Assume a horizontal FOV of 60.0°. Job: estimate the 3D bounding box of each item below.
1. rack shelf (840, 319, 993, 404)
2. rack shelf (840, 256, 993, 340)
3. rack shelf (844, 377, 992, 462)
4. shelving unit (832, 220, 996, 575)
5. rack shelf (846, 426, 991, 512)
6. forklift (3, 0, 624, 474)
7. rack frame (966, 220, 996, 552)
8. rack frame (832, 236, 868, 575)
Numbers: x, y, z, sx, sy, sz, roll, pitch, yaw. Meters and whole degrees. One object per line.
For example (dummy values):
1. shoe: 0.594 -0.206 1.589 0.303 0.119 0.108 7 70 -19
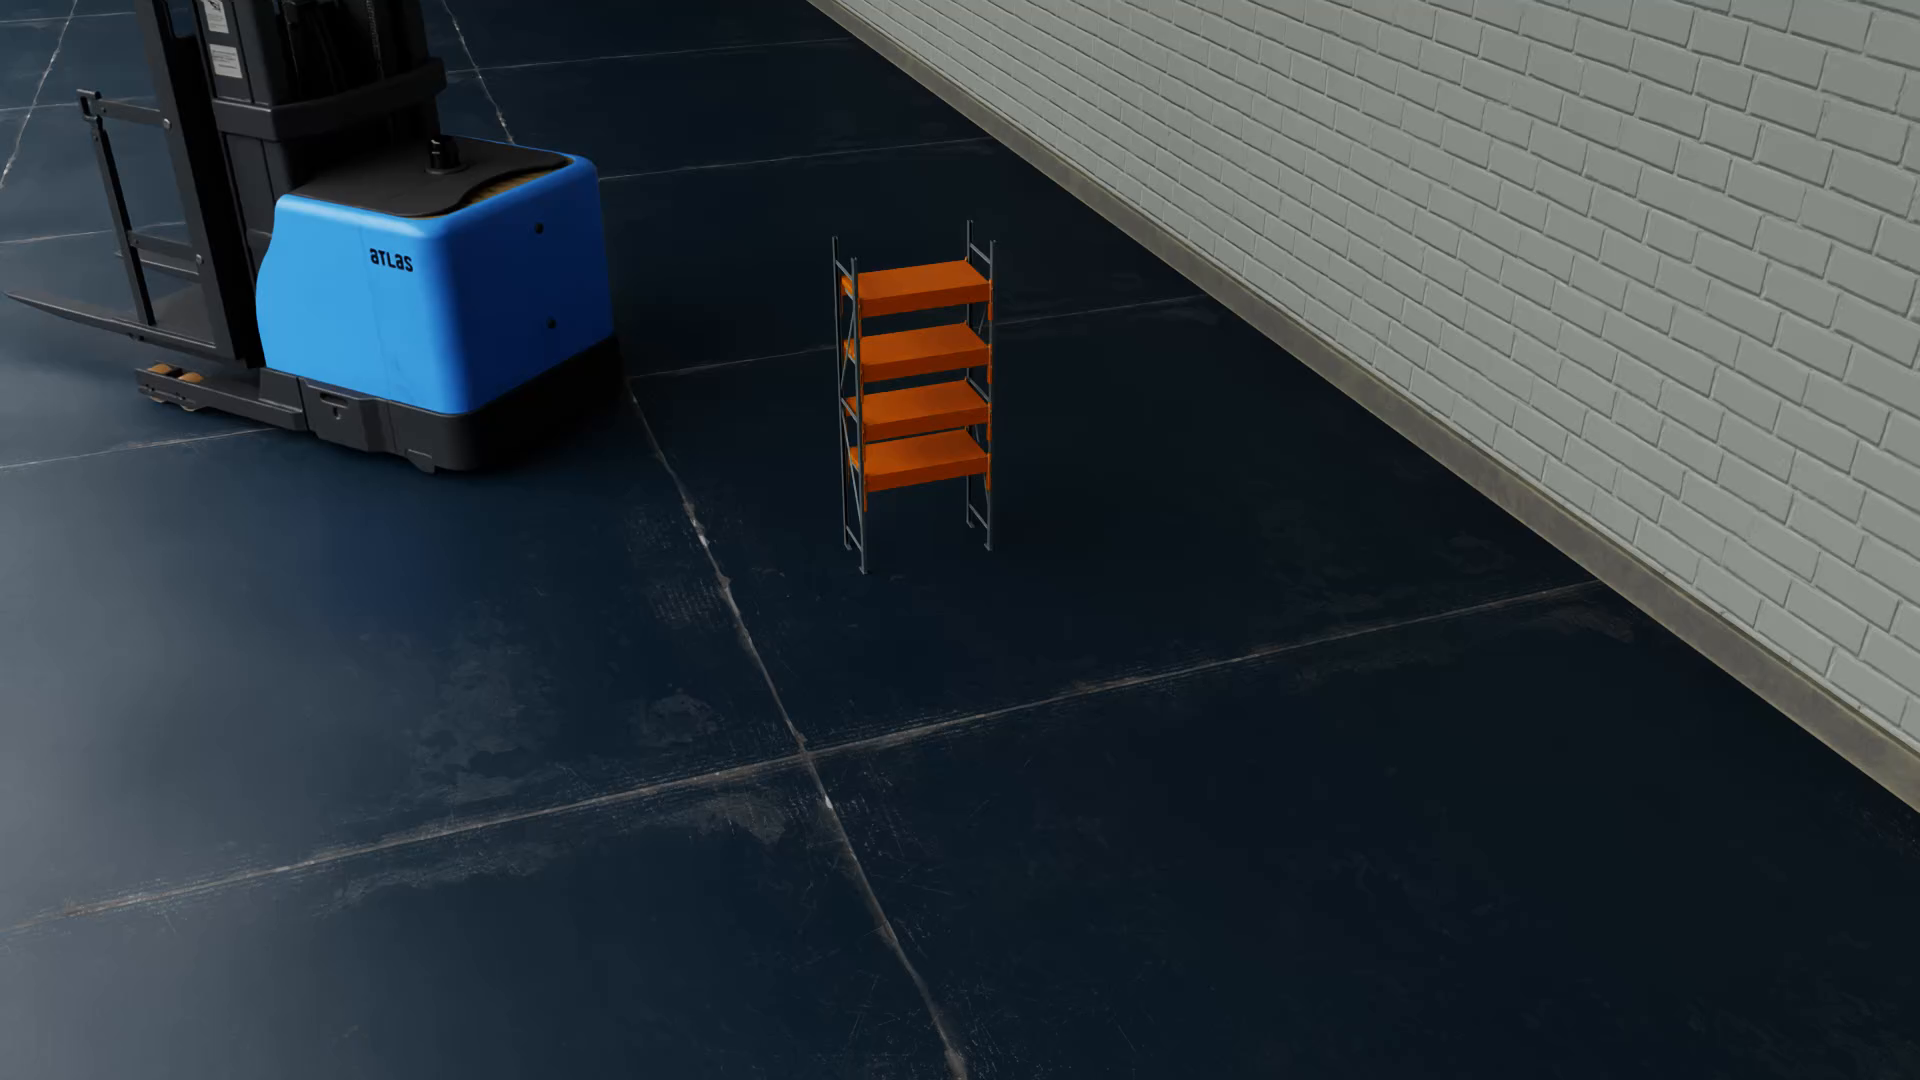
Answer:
1. rack shelf: -0.155 -0.629 5.825 0.480 0.148 0.258 -10 31 -18
2. rack shelf: -0.155 -0.834 5.708 0.480 0.148 0.258 -10 31 -18
3. rack shelf: -0.155 -0.434 5.936 0.480 0.148 0.258 -10 31 -18
4. shelving unit: -0.155 -0.493 5.903 0.503 1.200 0.258 -10 31 -18
5. rack shelf: -0.155 -0.262 6.034 0.480 0.148 0.258 -10 31 -18
6. forklift: -3.027 -2.046 6.880 3.031 2.935 1.130 15 33 24
7. rack frame: 0.074 -0.535 5.977 0.015 1.200 0.240 -10 31 -18
8. rack frame: -0.384 -0.451 5.829 0.015 1.200 0.240 -10 31 -18
